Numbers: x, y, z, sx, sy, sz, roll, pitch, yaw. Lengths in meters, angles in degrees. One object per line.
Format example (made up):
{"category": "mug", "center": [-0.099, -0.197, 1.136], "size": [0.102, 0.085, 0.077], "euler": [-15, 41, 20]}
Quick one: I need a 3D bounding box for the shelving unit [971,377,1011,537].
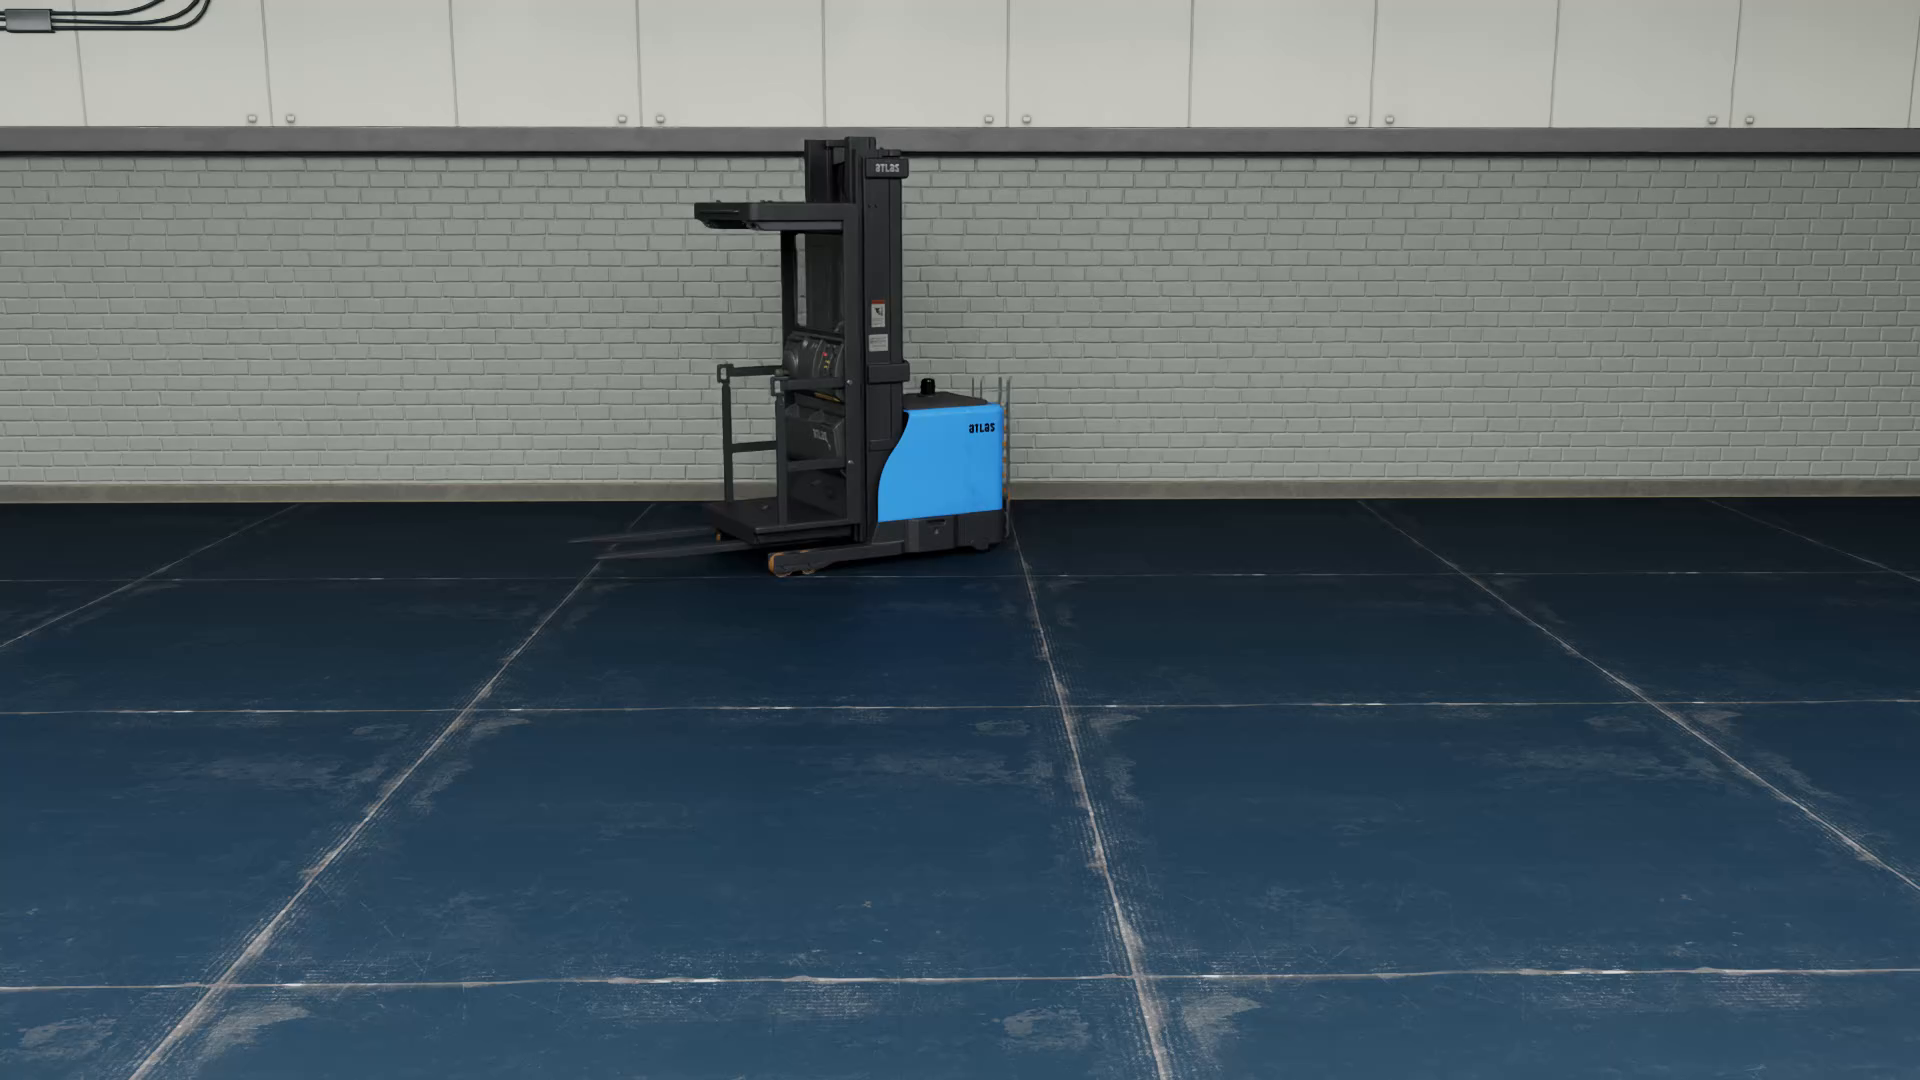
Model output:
{"category": "shelving unit", "center": [0.230, -0.625, 12.620], "size": [0.258, 1.200, 0.189], "euler": [-4, 12, -19]}

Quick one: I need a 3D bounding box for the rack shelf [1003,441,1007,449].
{"category": "rack shelf", "center": [0.230, -0.699, 12.605], "size": [0.258, 0.103, 0.180], "euler": [-4, 12, -19]}

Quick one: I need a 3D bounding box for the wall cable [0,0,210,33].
{"category": "wall cable", "center": [-7.104, -6.383, 12.837], "size": [2.305, 6.003, 0.169], "euler": [0, 11, -1]}

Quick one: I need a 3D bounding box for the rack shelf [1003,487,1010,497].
{"category": "rack shelf", "center": [0.230, -0.346, 12.676], "size": [0.258, 0.103, 0.180], "euler": [-4, 12, -19]}

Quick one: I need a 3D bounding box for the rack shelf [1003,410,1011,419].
{"category": "rack shelf", "center": [0.230, -0.934, 12.557], "size": [0.258, 0.103, 0.180], "euler": [-4, 12, -19]}

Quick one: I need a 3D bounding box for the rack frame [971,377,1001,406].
{"category": "rack frame", "center": [0.200, -0.642, 12.704], "size": [0.240, 1.200, 0.006], "euler": [-4, 12, -19]}

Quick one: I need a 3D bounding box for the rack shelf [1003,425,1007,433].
{"category": "rack shelf", "center": [0.230, -0.816, 12.581], "size": [0.258, 0.103, 0.180], "euler": [-4, 12, -19]}

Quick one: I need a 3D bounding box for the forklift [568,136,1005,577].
{"category": "forklift", "center": [-1.212, -1.303, 11.609], "size": [3.031, 2.935, 1.130], "euler": [-6, 13, -28]}

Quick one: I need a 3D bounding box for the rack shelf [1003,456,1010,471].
{"category": "rack shelf", "center": [0.230, -0.581, 12.629], "size": [0.258, 0.103, 0.180], "euler": [-4, 12, -19]}

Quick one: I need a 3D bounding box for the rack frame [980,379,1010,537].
{"category": "rack frame", "center": [0.260, -0.607, 12.535], "size": [0.240, 1.200, 0.006], "euler": [-4, 12, -19]}

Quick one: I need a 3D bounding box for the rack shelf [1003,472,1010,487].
{"category": "rack shelf", "center": [0.230, -0.463, 12.652], "size": [0.258, 0.103, 0.180], "euler": [-4, 12, -19]}
